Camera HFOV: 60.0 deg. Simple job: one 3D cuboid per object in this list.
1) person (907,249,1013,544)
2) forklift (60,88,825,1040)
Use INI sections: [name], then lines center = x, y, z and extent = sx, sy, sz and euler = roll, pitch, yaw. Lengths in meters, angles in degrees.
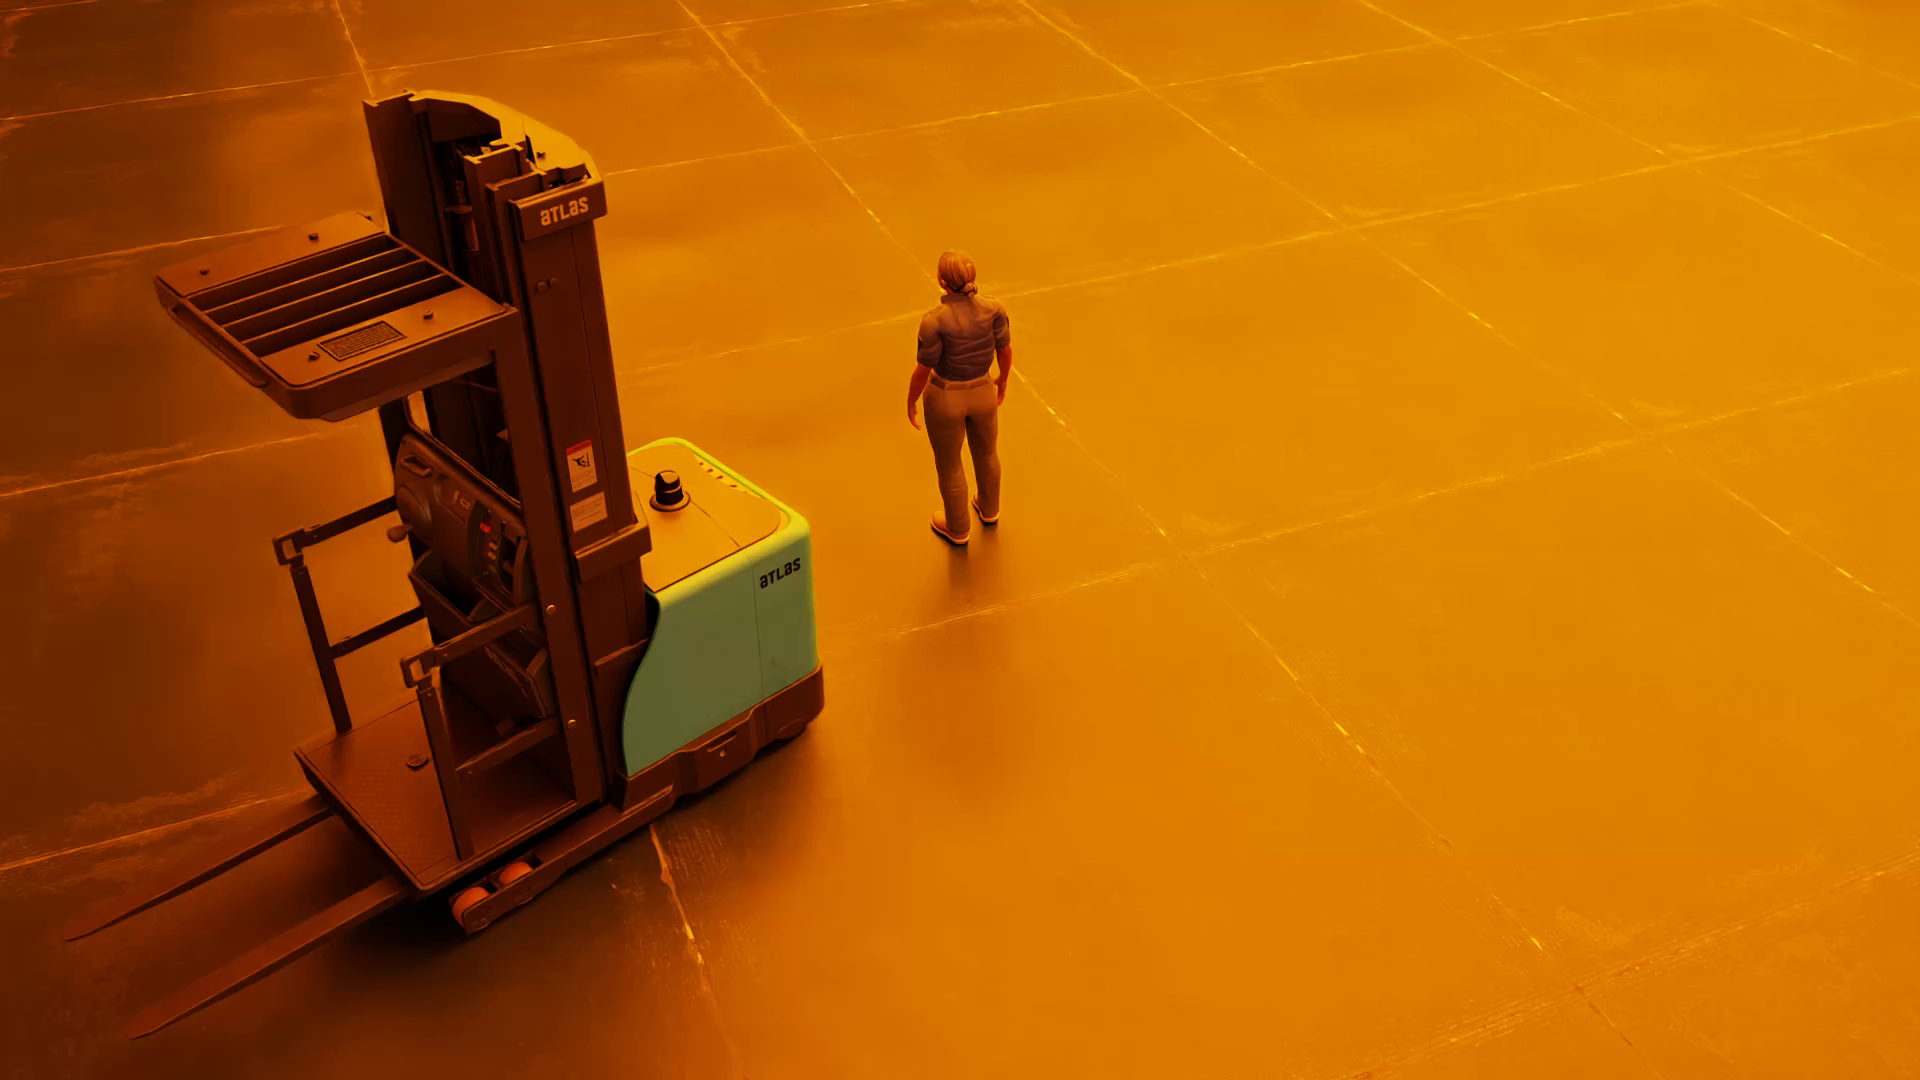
[person]
center = -0.016, -0.732, 8.216
extent = 0.569, 1.656, 0.503
euler = -14, 38, -19
[forklift]
center = -2.024, -0.014, 6.118
extent = 3.031, 2.935, 1.130
euler = -29, 44, -34
